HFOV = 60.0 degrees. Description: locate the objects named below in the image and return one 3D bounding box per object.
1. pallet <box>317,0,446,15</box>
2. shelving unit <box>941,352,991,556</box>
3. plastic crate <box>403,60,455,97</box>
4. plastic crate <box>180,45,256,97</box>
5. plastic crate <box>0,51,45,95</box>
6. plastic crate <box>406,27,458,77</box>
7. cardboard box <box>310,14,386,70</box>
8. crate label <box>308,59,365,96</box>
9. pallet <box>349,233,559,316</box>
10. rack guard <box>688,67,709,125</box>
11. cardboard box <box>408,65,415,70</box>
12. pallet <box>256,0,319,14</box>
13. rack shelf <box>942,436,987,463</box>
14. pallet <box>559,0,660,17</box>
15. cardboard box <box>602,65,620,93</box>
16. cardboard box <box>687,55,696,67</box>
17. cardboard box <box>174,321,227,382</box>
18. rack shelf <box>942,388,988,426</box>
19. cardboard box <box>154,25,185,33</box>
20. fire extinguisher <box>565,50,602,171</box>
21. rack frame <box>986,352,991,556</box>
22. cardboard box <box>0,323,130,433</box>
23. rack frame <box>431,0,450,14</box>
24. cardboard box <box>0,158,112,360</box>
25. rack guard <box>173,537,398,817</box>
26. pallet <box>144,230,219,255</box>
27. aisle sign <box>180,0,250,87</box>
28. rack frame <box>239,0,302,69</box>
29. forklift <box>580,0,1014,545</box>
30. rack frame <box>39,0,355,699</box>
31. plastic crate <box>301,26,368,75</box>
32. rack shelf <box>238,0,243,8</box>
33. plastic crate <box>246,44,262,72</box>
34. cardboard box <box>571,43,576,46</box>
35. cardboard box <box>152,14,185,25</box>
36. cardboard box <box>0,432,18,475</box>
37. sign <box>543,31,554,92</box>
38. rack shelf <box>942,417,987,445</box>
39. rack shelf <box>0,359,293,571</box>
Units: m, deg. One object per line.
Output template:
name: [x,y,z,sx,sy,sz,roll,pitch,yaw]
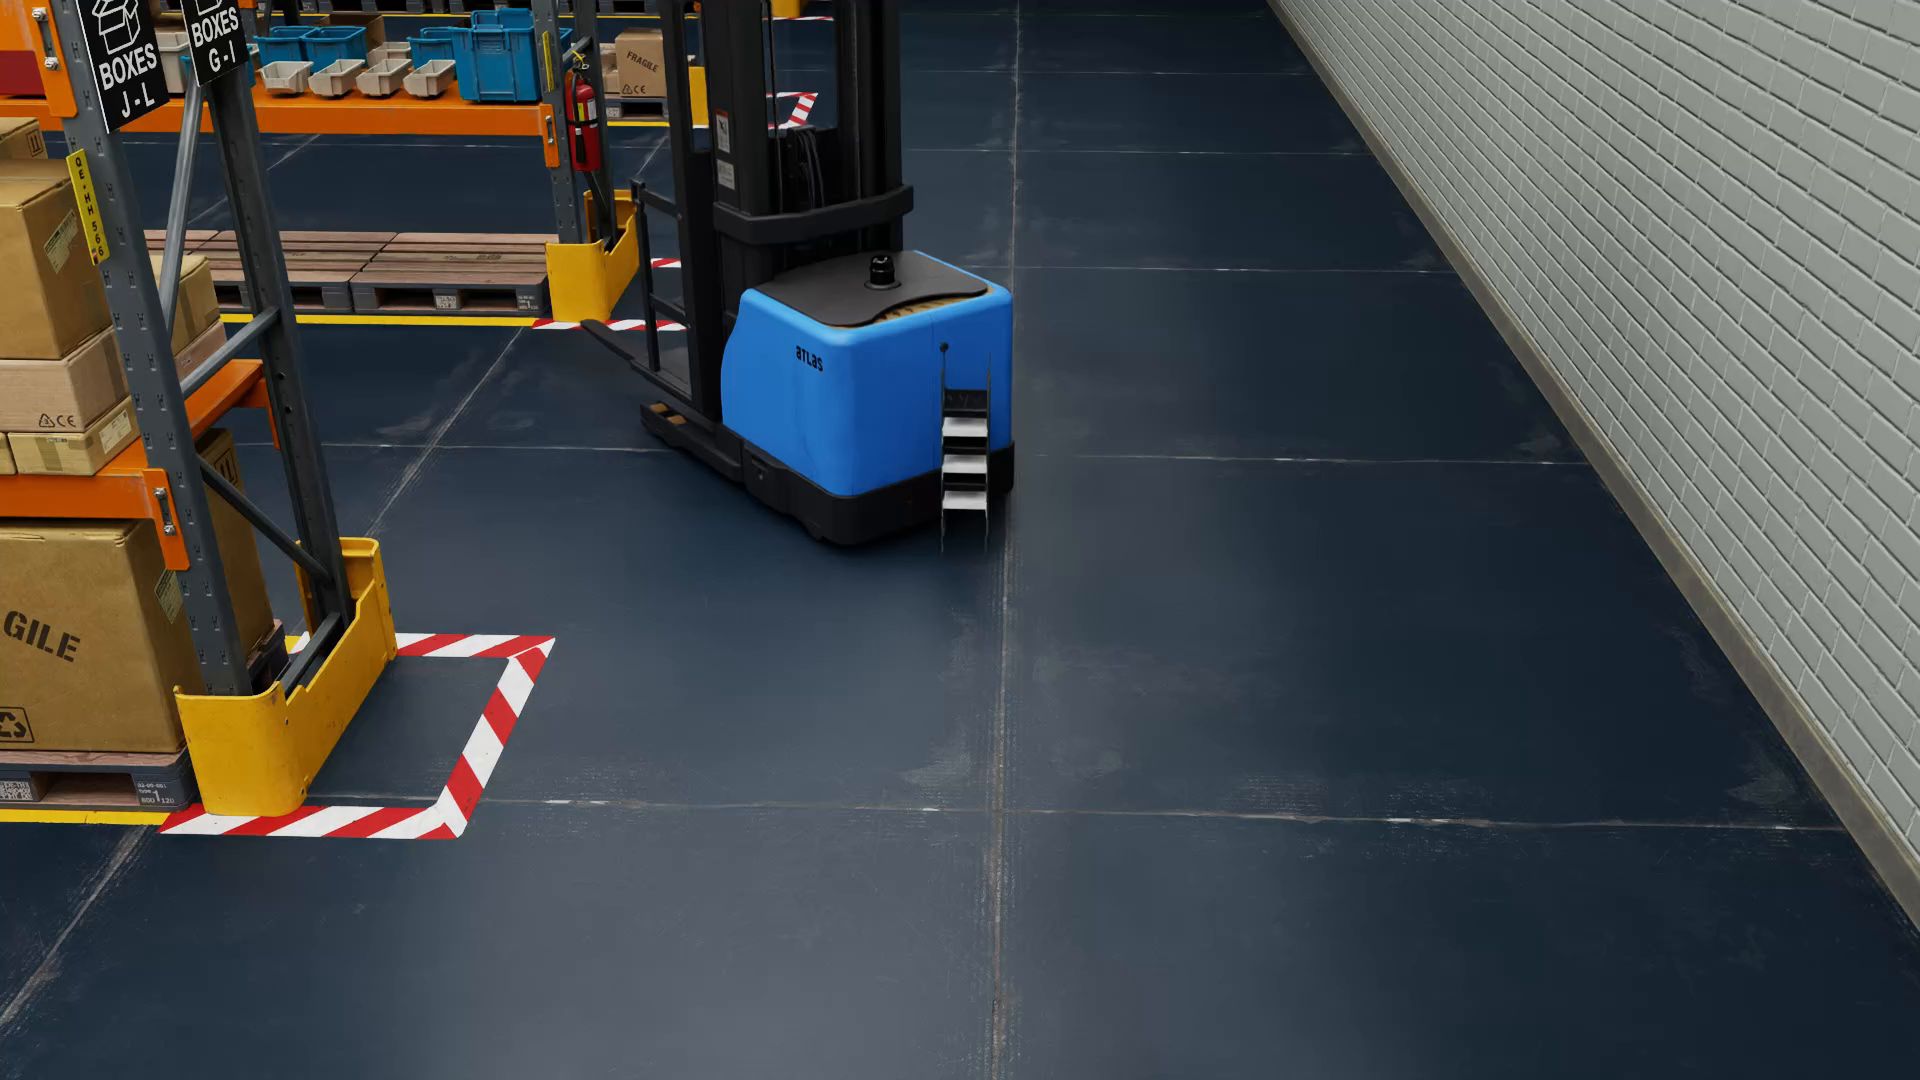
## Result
pallet: [-6.785,-6.386,19.572,1.213,0.211,1.003,1,28,2]
shelving unit: [0.027,-0.384,7.514,0.210,0.900,0.258,1,28,3]
plastic crate: [-3.185,-2.776,10.002,0.243,0.136,0.396,1,28,2]
plastic crate: [-4.425,-2.804,9.952,0.300,0.233,0.416,1,28,2]
plastic crate: [-5.478,-2.926,9.935,0.583,0.464,0.402,1,28,2]
plastic crate: [-3.257,-3.059,10.433,0.300,0.233,0.416,1,28,2]
cardboard box: [-5.603,-4.535,15.302,0.500,0.500,0.500,1,28,2]
crate label: [-3.753,-2.781,10.011,0.243,0.136,0.396,1,28,2]
pallet: [-3.186,-1.737,10.802,1.213,0.211,1.003,1,28,2]
rack guard: [-2.261,-4.153,15.050,0.348,0.500,1.175,1,28,2]
cardboard box: [-4.906,-4.147,14.926,0.250,0.166,0.380,1,28,2]
pallet: [-8.008,-6.405,19.608,1.213,0.211,1.003,1,28,2]
rack shelf: [0.027,-0.434,7.487,0.200,0.077,0.258,1,28,3]
pallet: [-4.032,-6.341,19.486,1.213,0.211,1.003,1,28,2]
cardboard box: [-3.139,-4.141,14.915,0.250,0.166,0.380,1,28,2]
cardboard box: [-2.591,-4.359,15.344,0.250,0.149,0.380,1,28,2]
cardboard box: [-2.882,-0.669,6.077,0.250,0.149,0.380,1,28,2]
rack shelf: [0.027,-0.593,7.403,0.200,0.077,0.258,1,28,3]
cardboard box: [-7.180,-4.298,14.855,0.500,0.500,0.500,1,28,2]
fire extinguisher: [-2.229,-2.523,9.788,0.183,0.674,0.296,1,28,2]
rack frame: [0.128,-0.382,7.509,0.006,0.900,0.240,1,28,3]
cardboard box: [-3.032,-0.568,5.462,0.500,0.250,0.500,1,28,1]
rack frame: [-6.011,-7.641,18.961,0.127,3.000,1.000,1,28,2]
cardboard box: [-3.035,-0.901,5.288,0.500,0.500,0.500,1,28,2]
rack guard: [-2.514,0.486,6.300,0.348,0.500,1.175,1,28,2]
pallet: [-5.625,-1.778,10.878,1.213,0.211,1.003,1,28,2]
aisle sign: [-2.456,-1.907,5.369,0.004,0.787,0.394,1,28,2]
rack frame: [-6.183,-5.322,14.587,0.127,3.000,1.000,1,28,2]
forklift: [-1.031,-1.902,8.208,1.130,2.935,3.031,-20,34,-32]
rack frame: [-2.538,-0.619,5.715,0.127,3.000,1.000,1,28,2]
plastic crate: [-3.915,-3.070,10.453,0.300,0.233,0.416,1,28,2]
rack shelf: [-8.181,-5.037,14.818,4.000,0.370,1.077,1,28,2]
plastic crate: [-4.610,-3.026,10.472,0.466,0.136,0.293,1,28,2]
cardboard box: [-3.718,-4.394,15.302,0.500,0.250,0.500,1,28,2]
cardboard box: [-7.191,-4.538,15.307,0.500,0.500,0.500,1,28,3]
cardboard box: [-3.166,-0.363,5.501,0.250,0.149,0.380,1,28,2]
sign: [-2.367,-2.752,9.564,0.005,0.325,0.100,1,28,2]
rack shelf: [0.027,-0.514,7.445,0.200,0.077,0.258,1,28,3]
rack shelf: [-4.537,-0.334,5.946,4.000,0.370,1.077,1,28,2]
